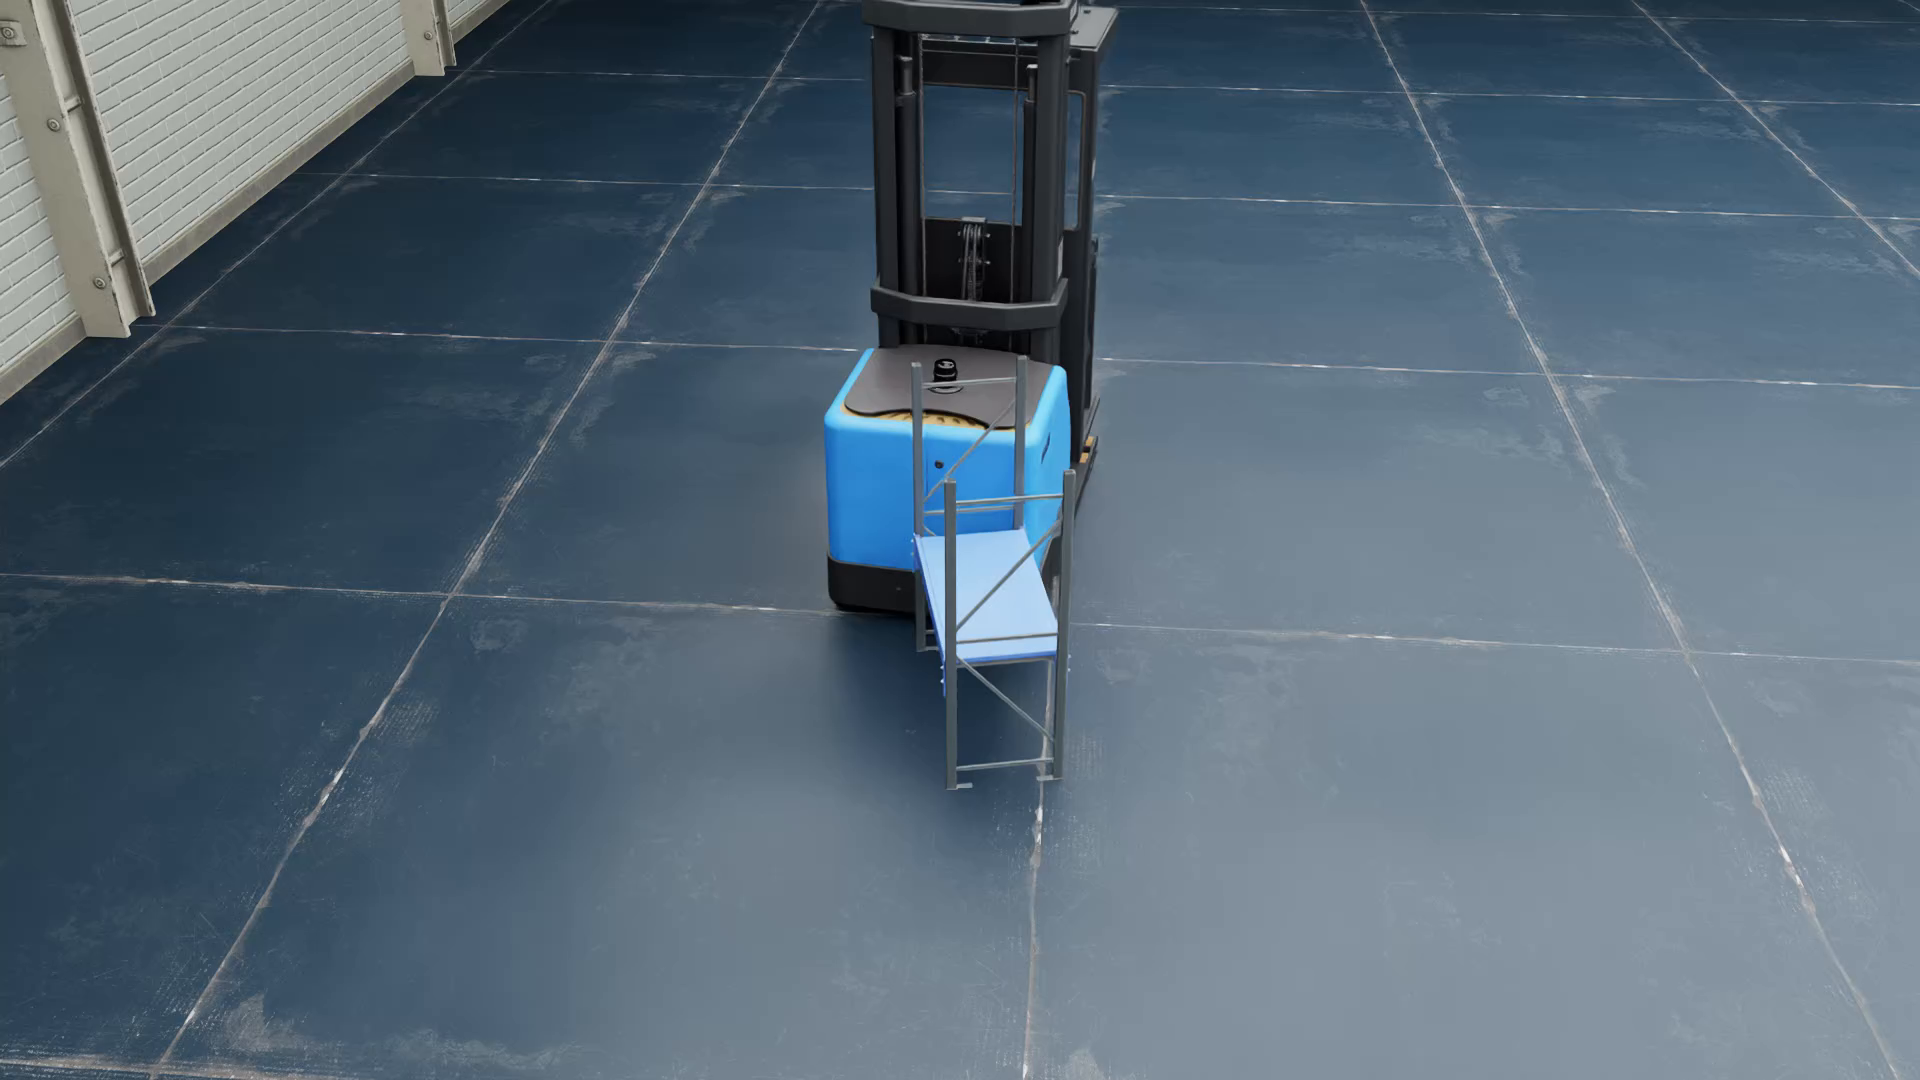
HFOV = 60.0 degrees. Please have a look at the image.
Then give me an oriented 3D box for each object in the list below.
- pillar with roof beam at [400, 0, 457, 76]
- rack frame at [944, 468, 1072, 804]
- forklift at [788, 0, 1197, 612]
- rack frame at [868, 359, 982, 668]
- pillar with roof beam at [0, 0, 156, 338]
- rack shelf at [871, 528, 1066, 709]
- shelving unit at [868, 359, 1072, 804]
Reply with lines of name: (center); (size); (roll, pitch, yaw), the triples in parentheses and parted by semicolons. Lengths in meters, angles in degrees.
pillar with roof beam: (-0.821, -8.221, 13.513); (9.100, 9.000, 0.400); (2, 32, 4)
rack frame: (0.183, 0.416, 6.646); (0.500, 1.500, 0.032); (-10, 33, -16)
forklift: (0.364, -1.561, 8.489); (1.130, 2.935, 3.031); (18, 36, 26)
rack frame: (-0.148, -0.089, 7.464); (0.500, 1.500, 0.032); (-10, 33, -16)
pillar with roof beam: (-1.309, -5.084, 8.422); (9.100, 9.000, 0.400); (2, 32, 4)
rack shelf: (0.017, 0.317, 7.150); (0.538, 0.185, 1.000); (-10, 33, -16)
shelving unit: (0.017, 0.163, 7.055); (0.538, 1.500, 1.048); (-10, 33, -16)
